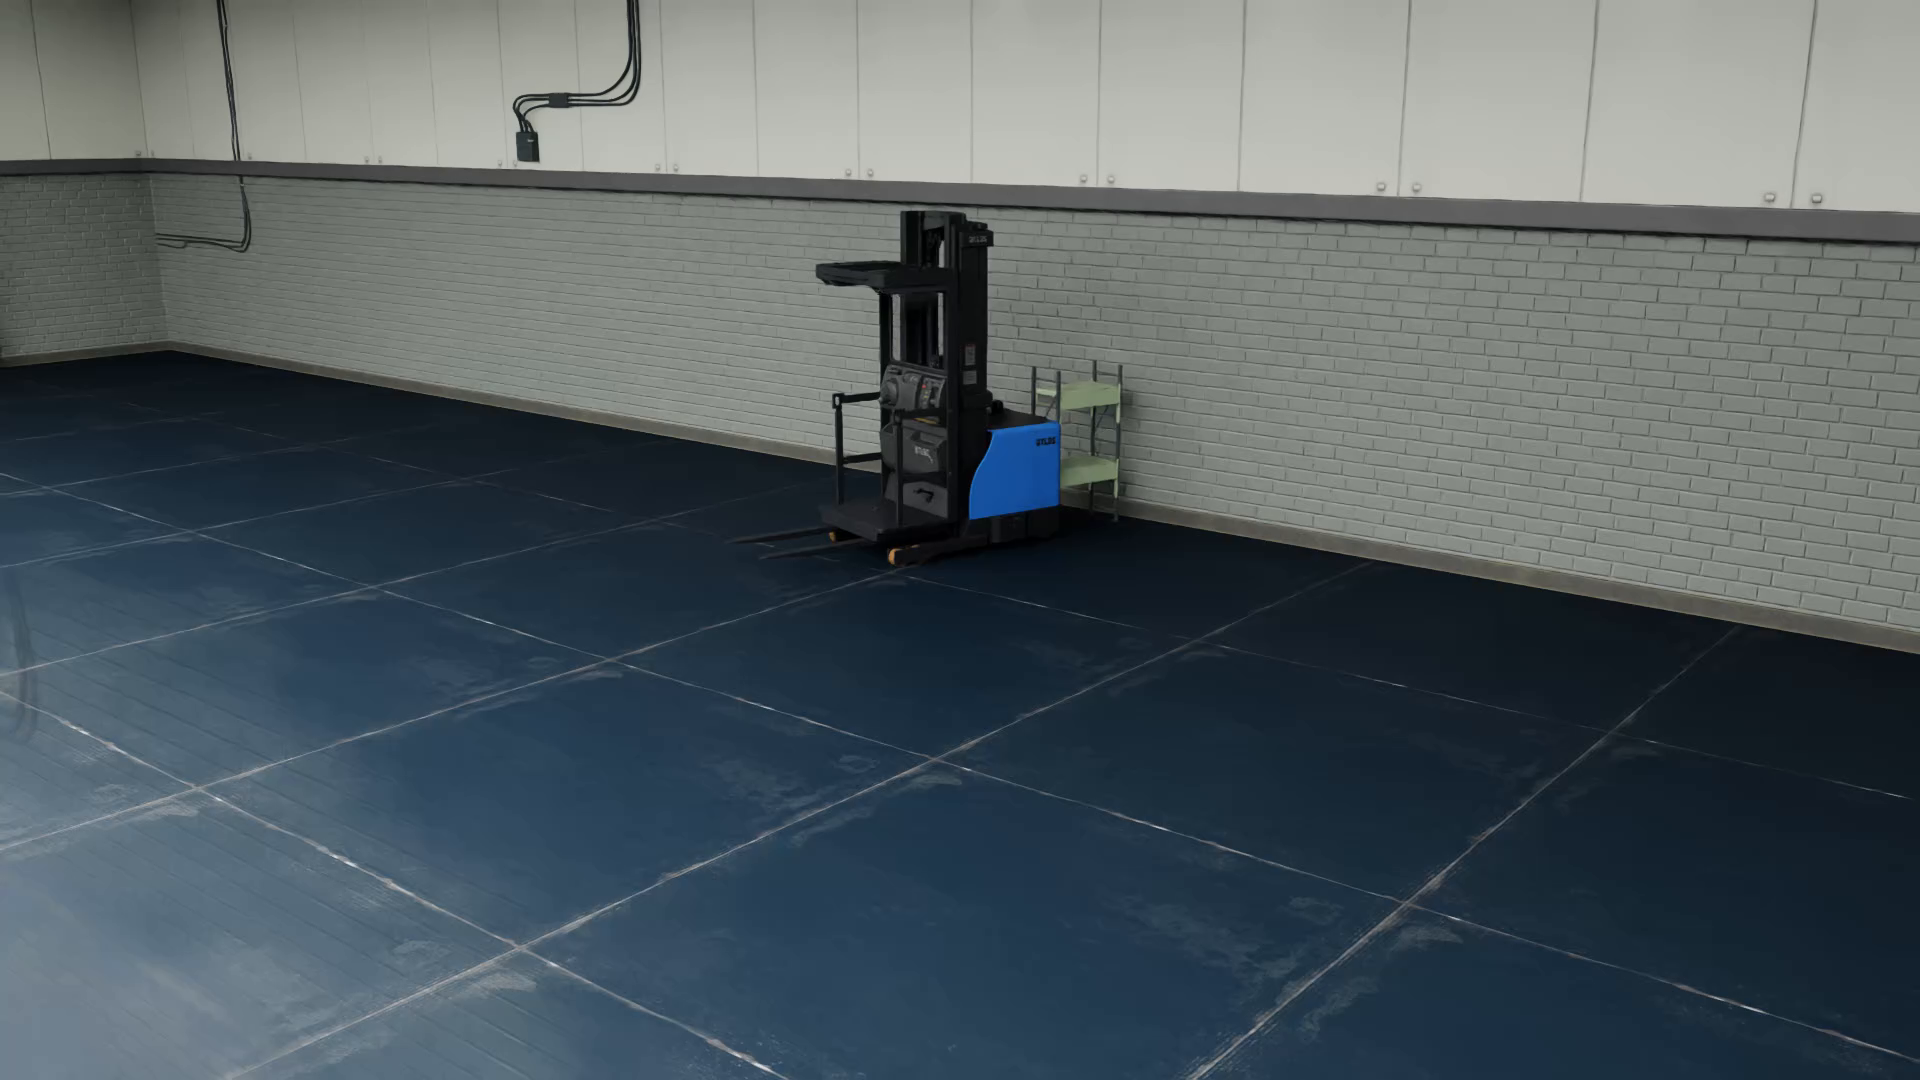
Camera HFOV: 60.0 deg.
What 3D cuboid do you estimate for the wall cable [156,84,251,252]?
[{"bbox_3d":[-11.968,-5.777,25.894,3.097,2.526,0.112,11,18,38],"label":"wall cable"}]

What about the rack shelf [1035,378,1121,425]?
[{"bbox_3d":[1.083,-1.265,15.465,0.720,0.370,0.431,-10,17,-35],"label":"rack shelf"}]

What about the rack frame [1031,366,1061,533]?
[{"bbox_3d":[0.785,-0.836,15.352,0.023,1.500,0.400,-10,17,-35],"label":"rack frame"}]

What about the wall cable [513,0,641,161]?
[{"bbox_3d":[-4.594,-7.458,19.298,2.305,6.003,0.169,11,18,38],"label":"wall cable"}]

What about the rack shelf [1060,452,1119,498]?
[{"bbox_3d":[1.080,-0.571,15.639,0.720,0.370,0.431,-10,17,-35],"label":"rack shelf"}]

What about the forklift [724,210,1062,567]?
[{"bbox_3d":[-0.577,-1.334,14.422,3.031,2.935,1.130,-10,17,-33],"label":"forklift"}]

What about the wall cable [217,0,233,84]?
[{"bbox_3d":[-9.864,-7.806,23.624,3.097,2.526,0.112,11,18,38],"label":"wall cable"}]

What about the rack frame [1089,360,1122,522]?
[{"bbox_3d":[1.379,-0.938,15.768,0.023,1.500,0.400,-10,17,-35],"label":"rack frame"}]

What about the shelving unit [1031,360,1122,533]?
[{"bbox_3d":[1.082,-0.887,15.560,0.755,1.500,0.431,-10,17,-35],"label":"shelving unit"}]
